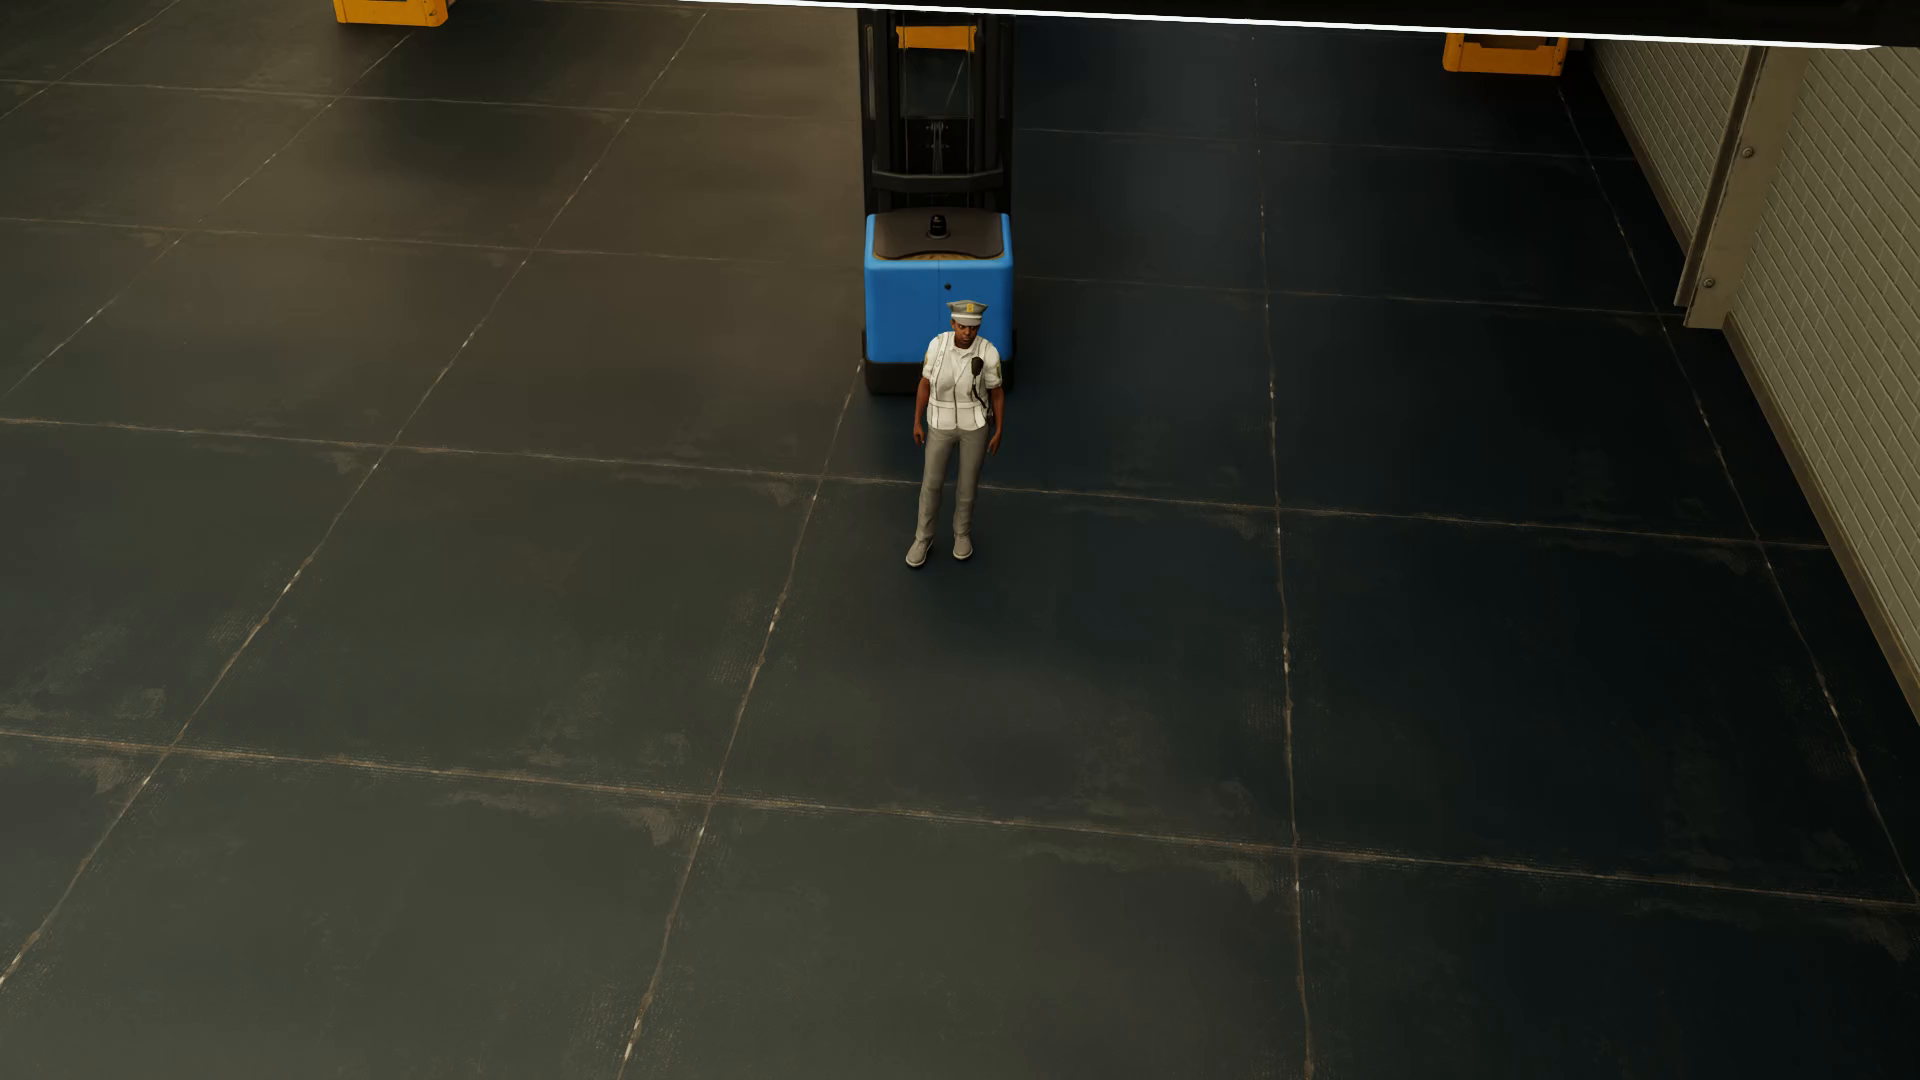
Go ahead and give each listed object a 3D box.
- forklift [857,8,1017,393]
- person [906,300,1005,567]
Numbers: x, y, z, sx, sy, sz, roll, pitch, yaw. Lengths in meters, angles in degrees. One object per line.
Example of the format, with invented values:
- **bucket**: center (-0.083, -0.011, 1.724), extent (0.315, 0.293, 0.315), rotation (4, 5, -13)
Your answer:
- **forklift**: center (-0.169, -3.069, 12.193), extent (1.130, 2.935, 3.031), rotation (-1, 36, -1)
- **person**: center (-0.028, -0.644, 9.935), extent (0.570, 1.694, 0.528), rotation (4, 37, 6)
